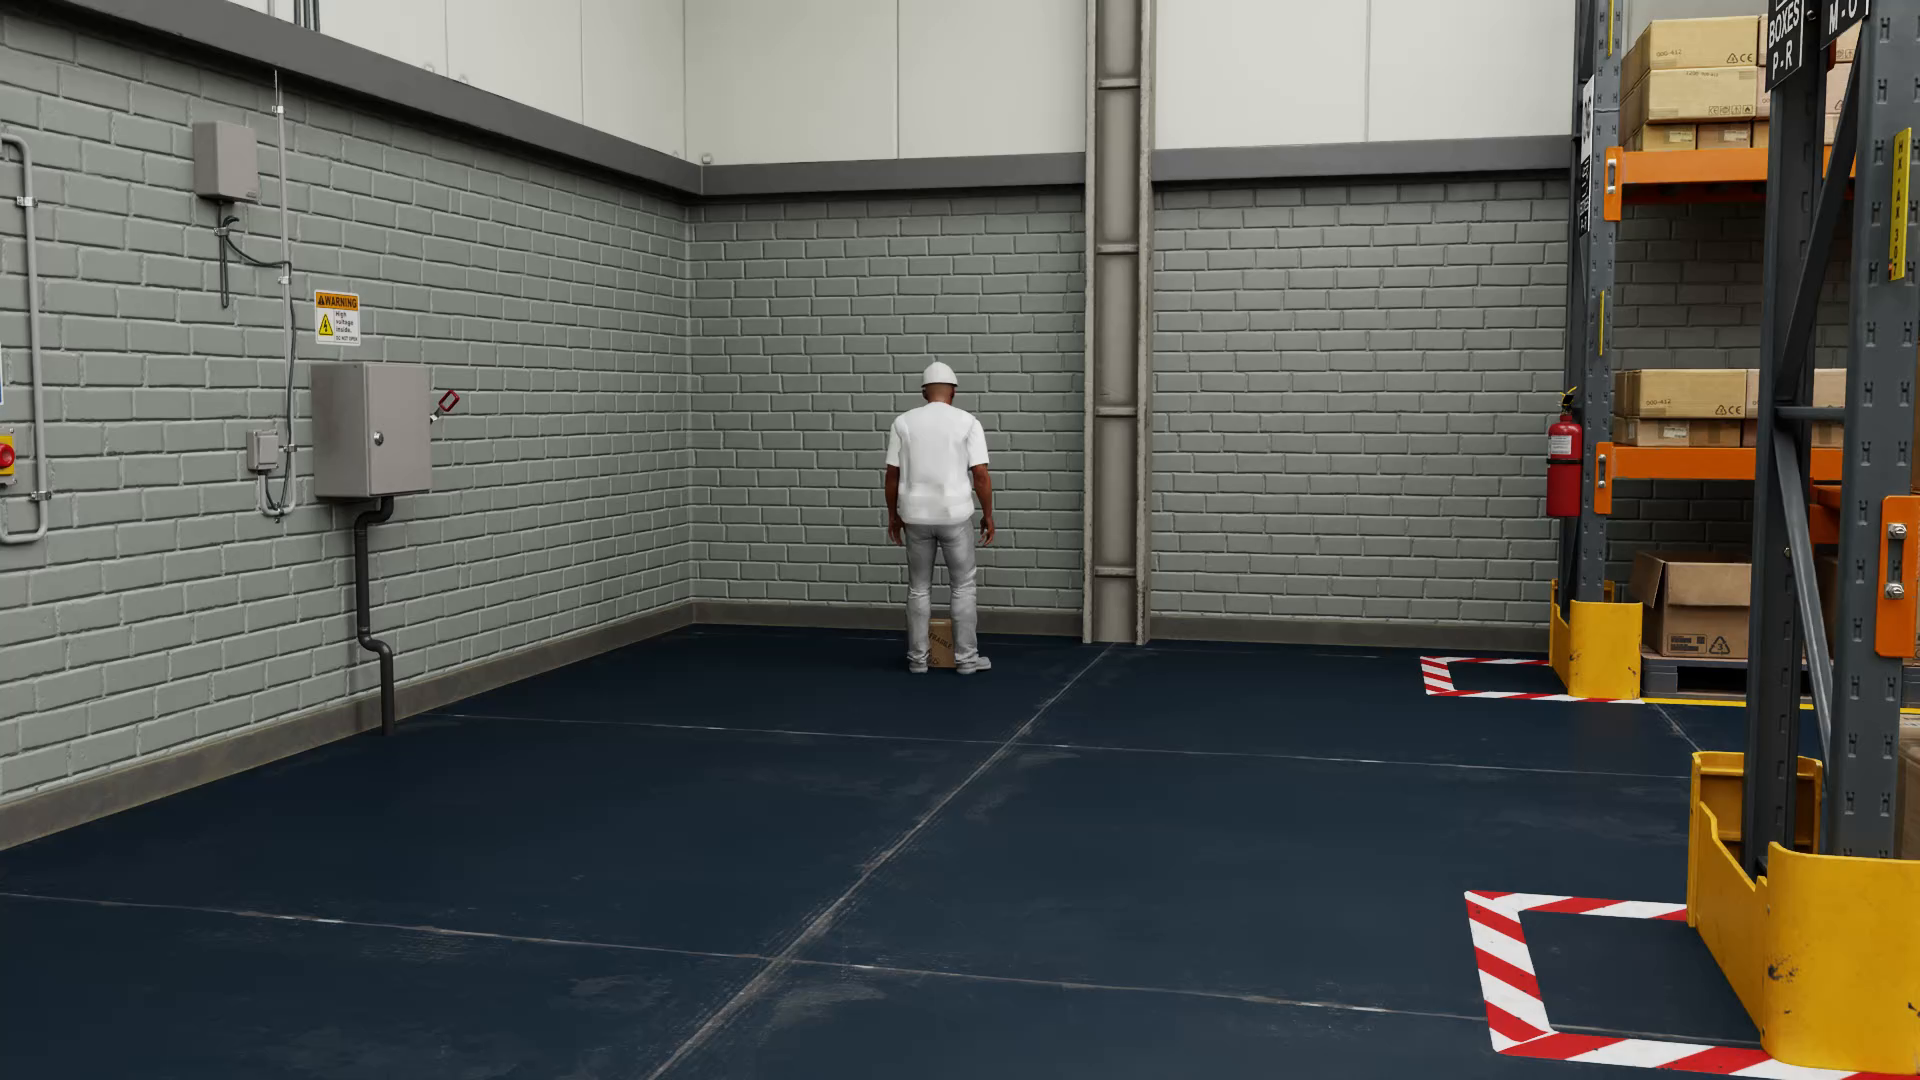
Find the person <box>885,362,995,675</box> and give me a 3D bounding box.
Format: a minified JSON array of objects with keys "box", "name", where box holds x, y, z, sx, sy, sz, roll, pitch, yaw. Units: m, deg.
[{"box":[-0.114,-0.128,9.448,0.627,1.761,0.456,1,5,14],"name":"person"}]
